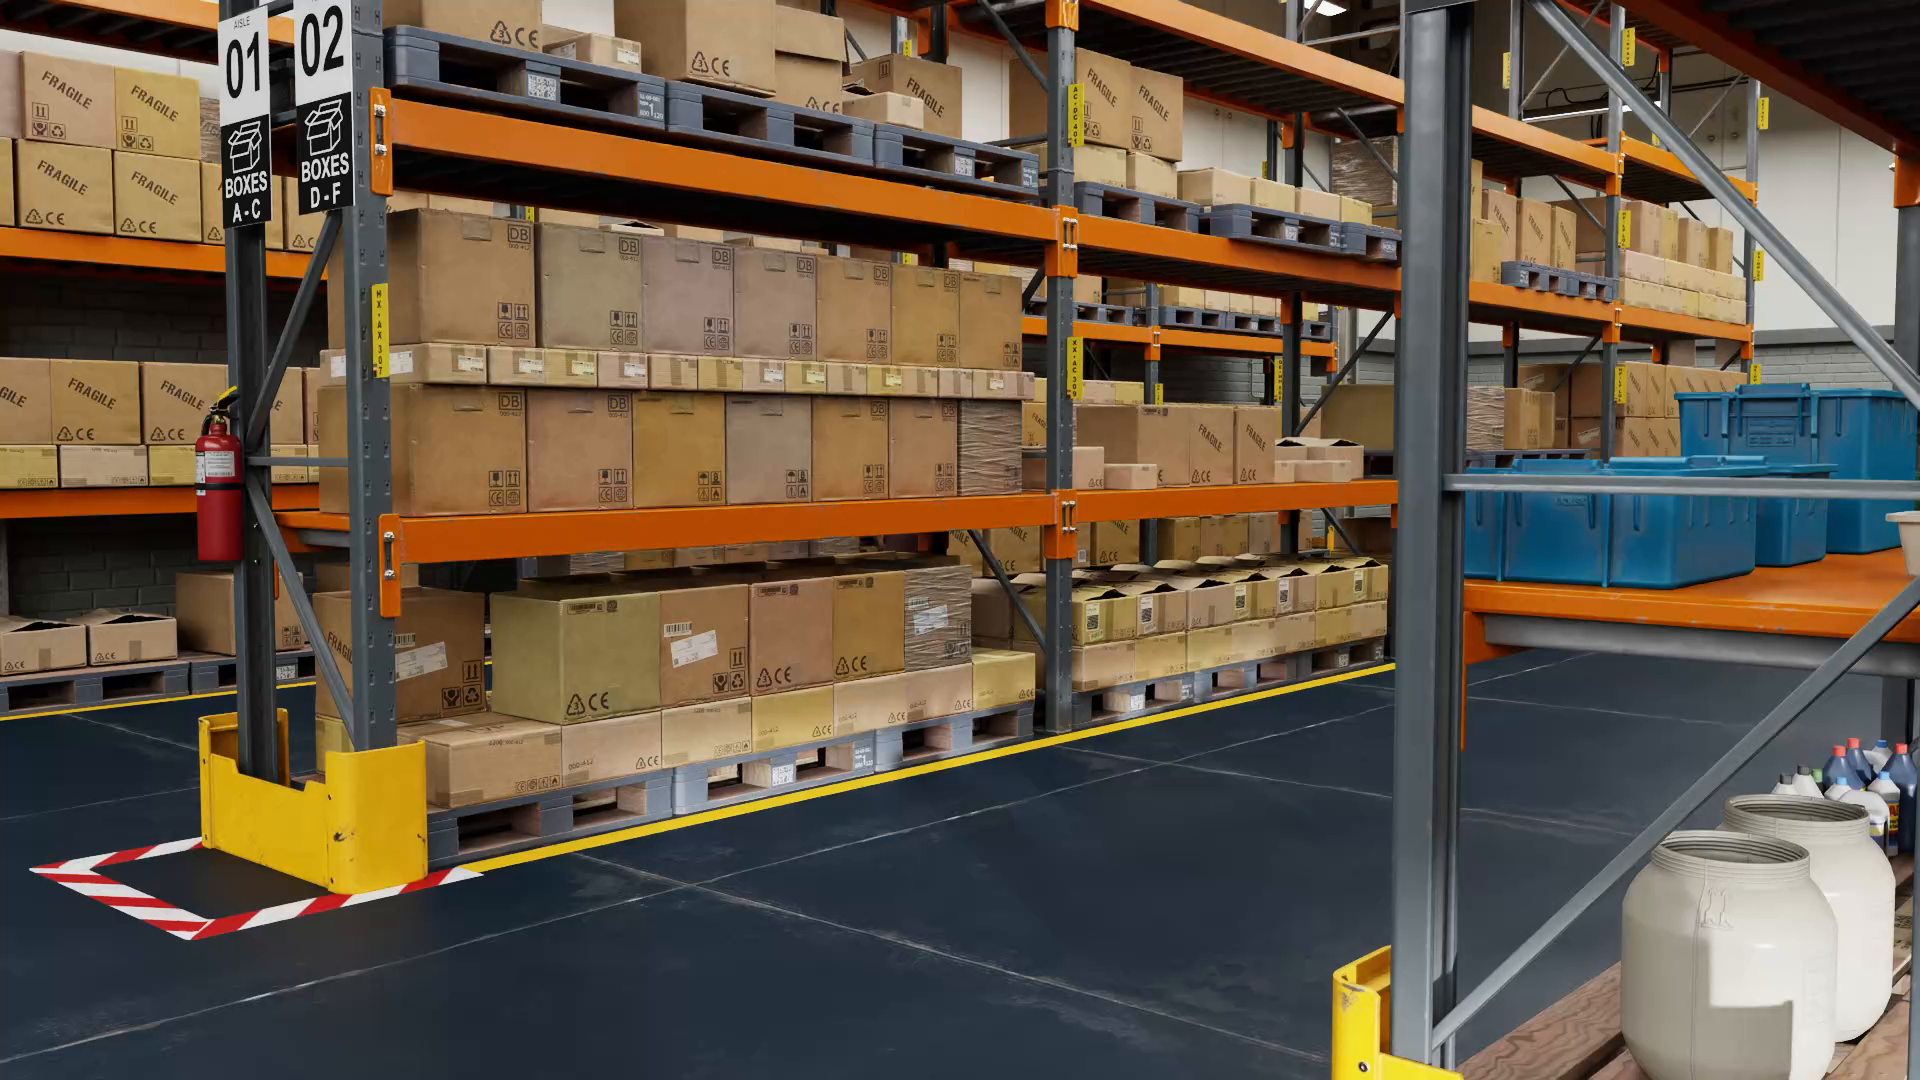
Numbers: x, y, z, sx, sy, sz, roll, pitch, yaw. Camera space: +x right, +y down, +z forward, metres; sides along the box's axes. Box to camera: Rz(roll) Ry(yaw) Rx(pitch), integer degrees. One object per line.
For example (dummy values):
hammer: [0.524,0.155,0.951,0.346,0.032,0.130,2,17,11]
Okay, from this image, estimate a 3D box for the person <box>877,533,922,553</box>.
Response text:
person: [-0.440,-0.091,13.234,0.429,1.772,0.643,3,4,38]
